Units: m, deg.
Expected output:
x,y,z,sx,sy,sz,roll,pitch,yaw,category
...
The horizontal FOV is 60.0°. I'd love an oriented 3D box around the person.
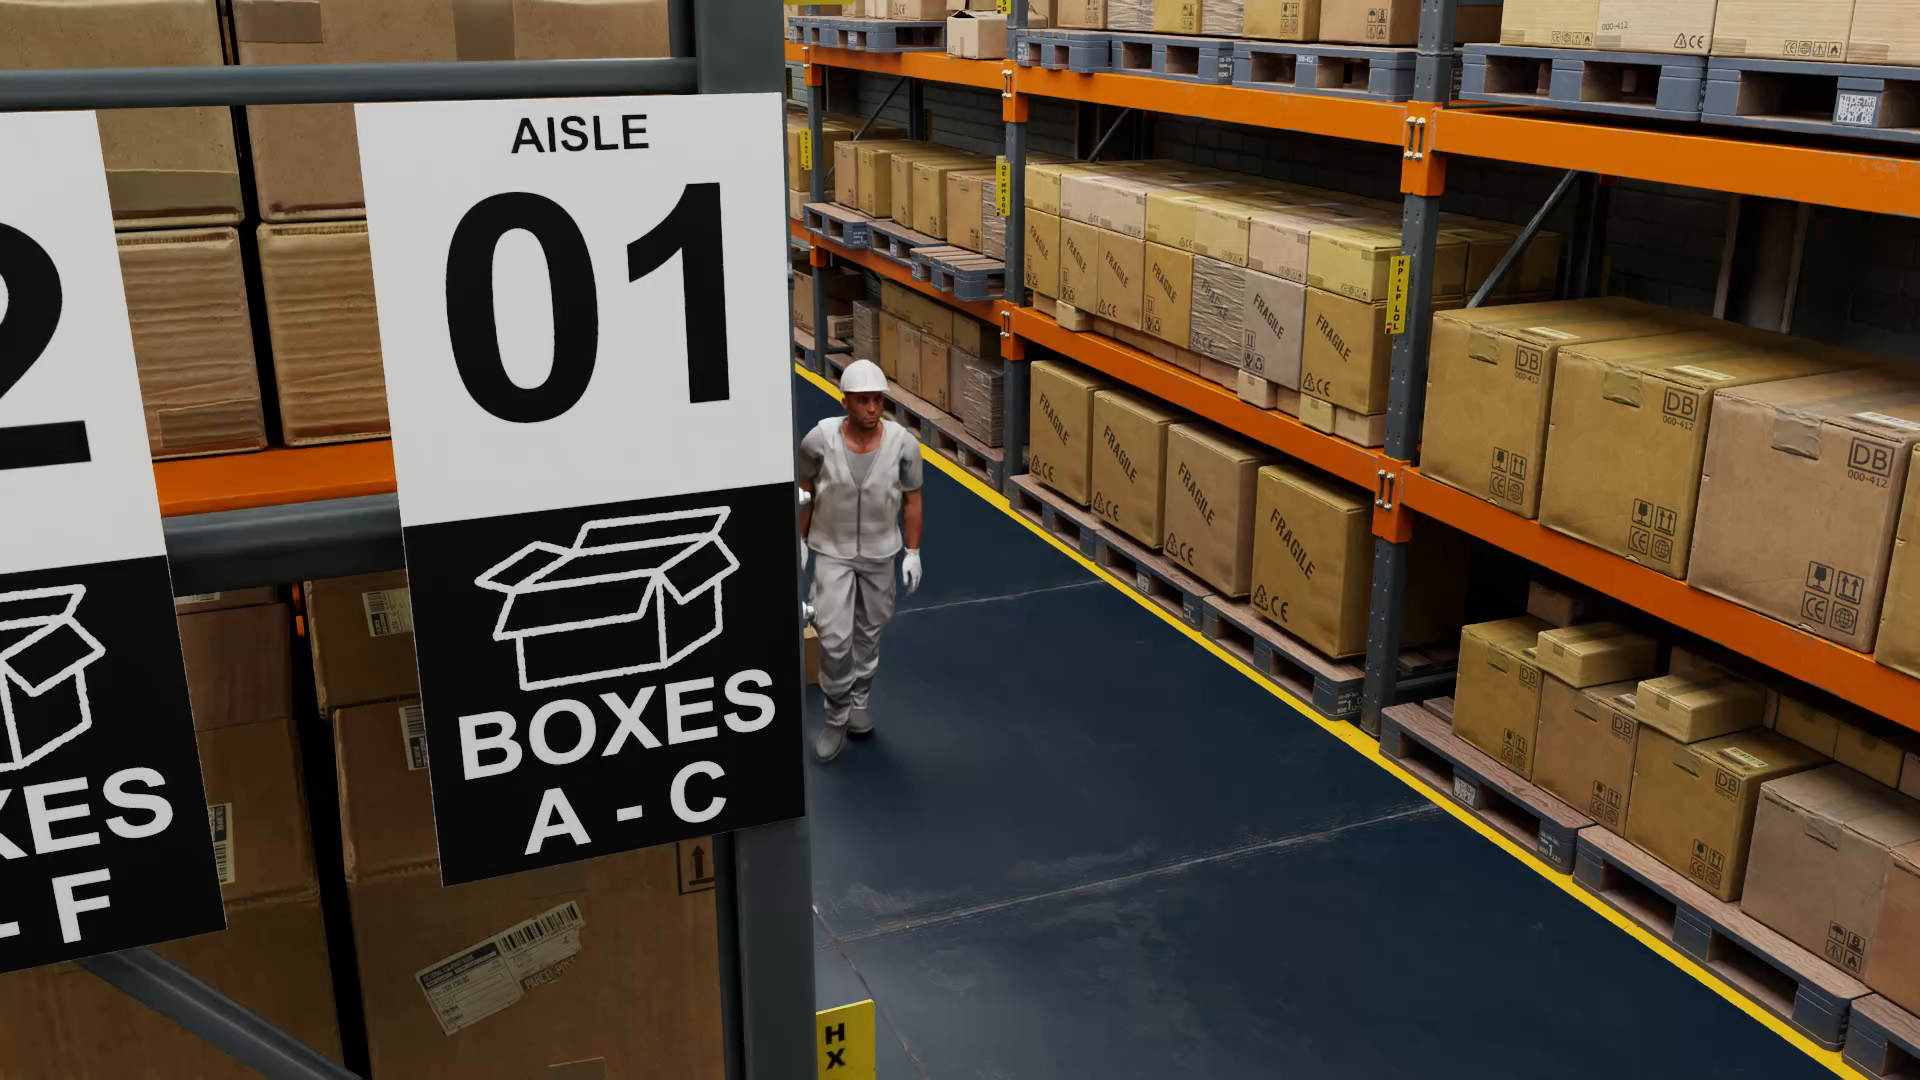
x,y,z,sx,sy,sz,roll,pitch,yaw,category
-0.451,0.066,7.300,0.579,1.785,0.545,-4,19,-12,person
